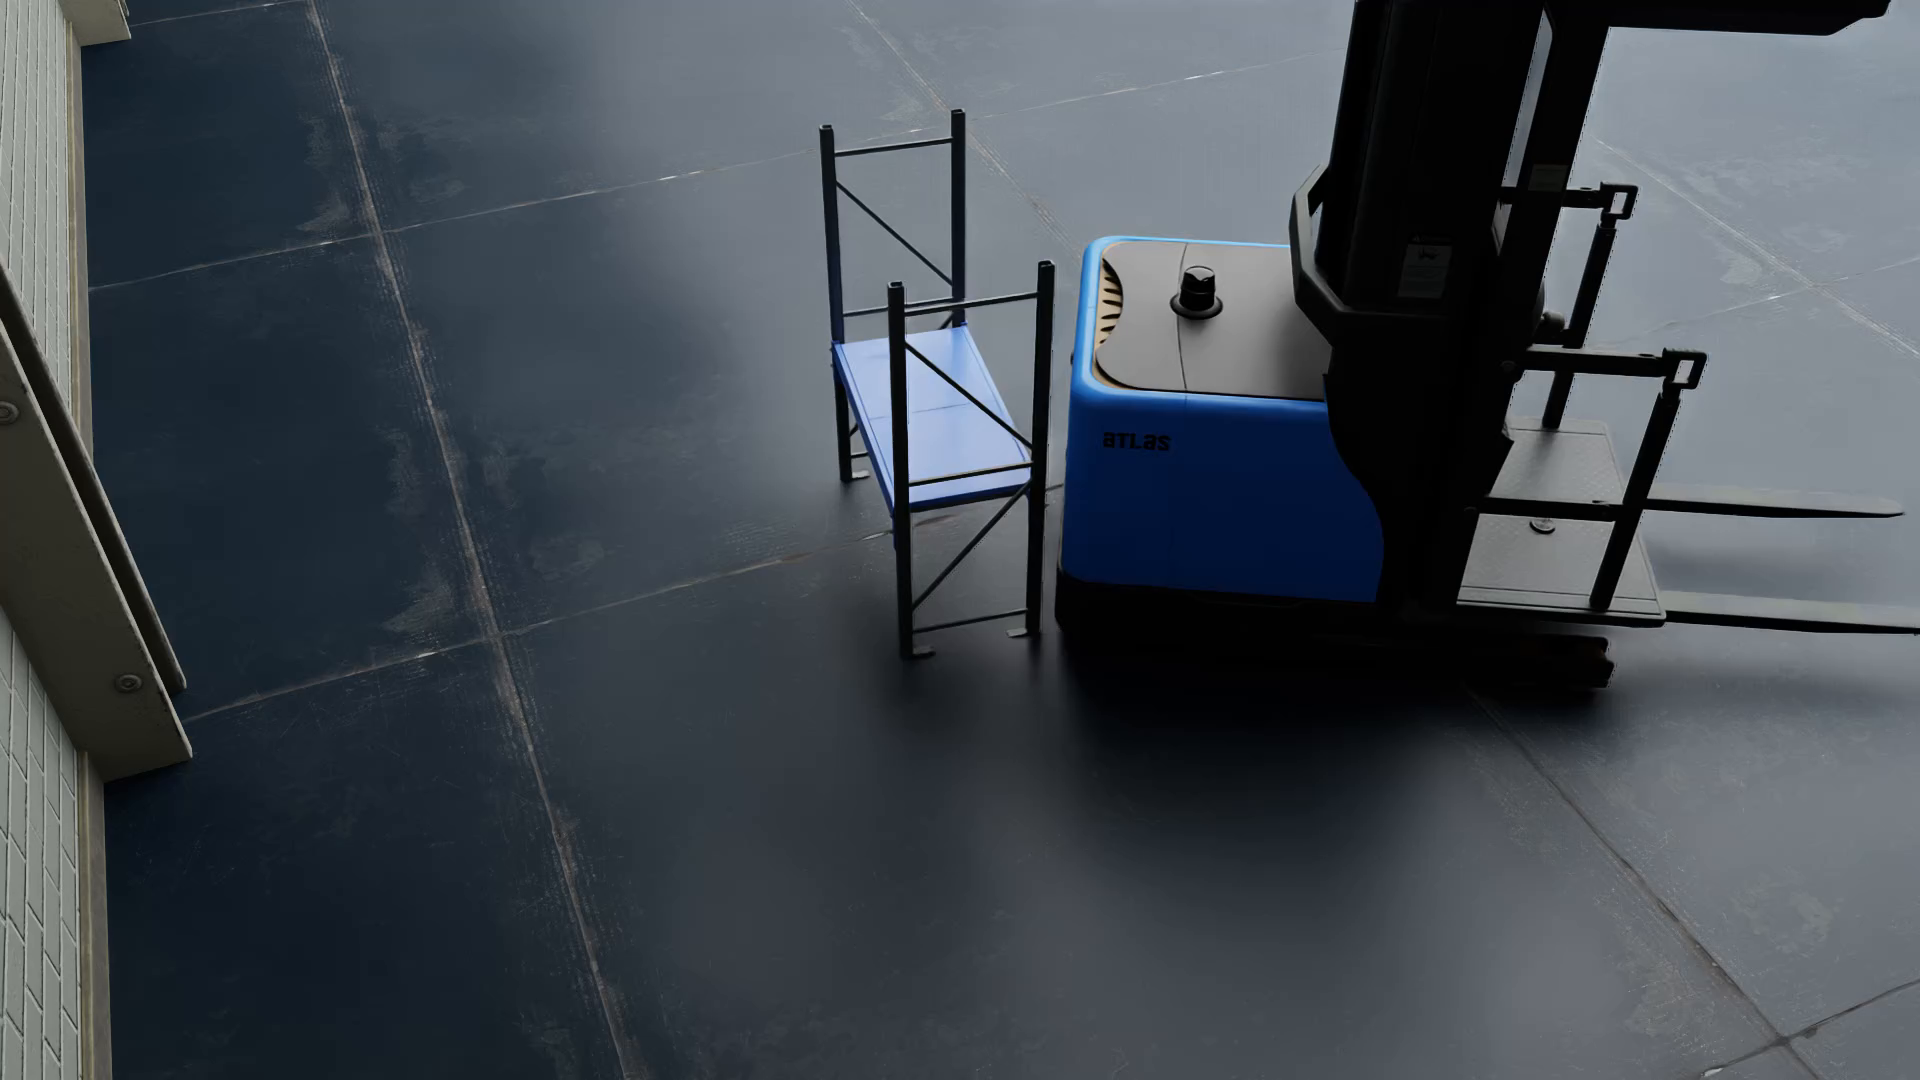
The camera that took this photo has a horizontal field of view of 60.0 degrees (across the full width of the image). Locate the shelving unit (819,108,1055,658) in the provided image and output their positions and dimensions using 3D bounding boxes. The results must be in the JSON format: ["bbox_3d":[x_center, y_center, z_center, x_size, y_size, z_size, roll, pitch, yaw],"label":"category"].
[{"bbox_3d":[-0.096,-0.530,5.716,0.538,1.500,1.048,-10,42,-11],"label":"shelving unit"}]

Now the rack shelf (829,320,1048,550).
[{"bbox_3d":[-0.096,-0.393,5.833,0.538,0.185,1.000,-10,42,-11],"label":"rack shelf"}]

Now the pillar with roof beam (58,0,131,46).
[{"bbox_3d":[-1.040,-7.469,8.034,9.100,9.000,0.400,-15,43,-17],"label":"pillar with roof beam"}]

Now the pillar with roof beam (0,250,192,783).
[{"bbox_3d":[1.256,-3.855,3.831,9.100,9.000,0.400,-15,43,-17],"label":"pillar with roof beam"}]

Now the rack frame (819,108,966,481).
[{"bbox_3d":[-0.226,-0.850,6.088,0.500,1.500,0.032,-10,42,-11],"label":"rack frame"}]

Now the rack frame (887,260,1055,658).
[{"bbox_3d":[0.034,-0.209,5.343,0.500,1.500,0.032,-10,42,-11],"label":"rack frame"}]

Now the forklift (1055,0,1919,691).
[{"bbox_3d":[1.884,-0.965,5.125,3.031,2.935,1.130,4,41,5],"label":"forklift"}]
